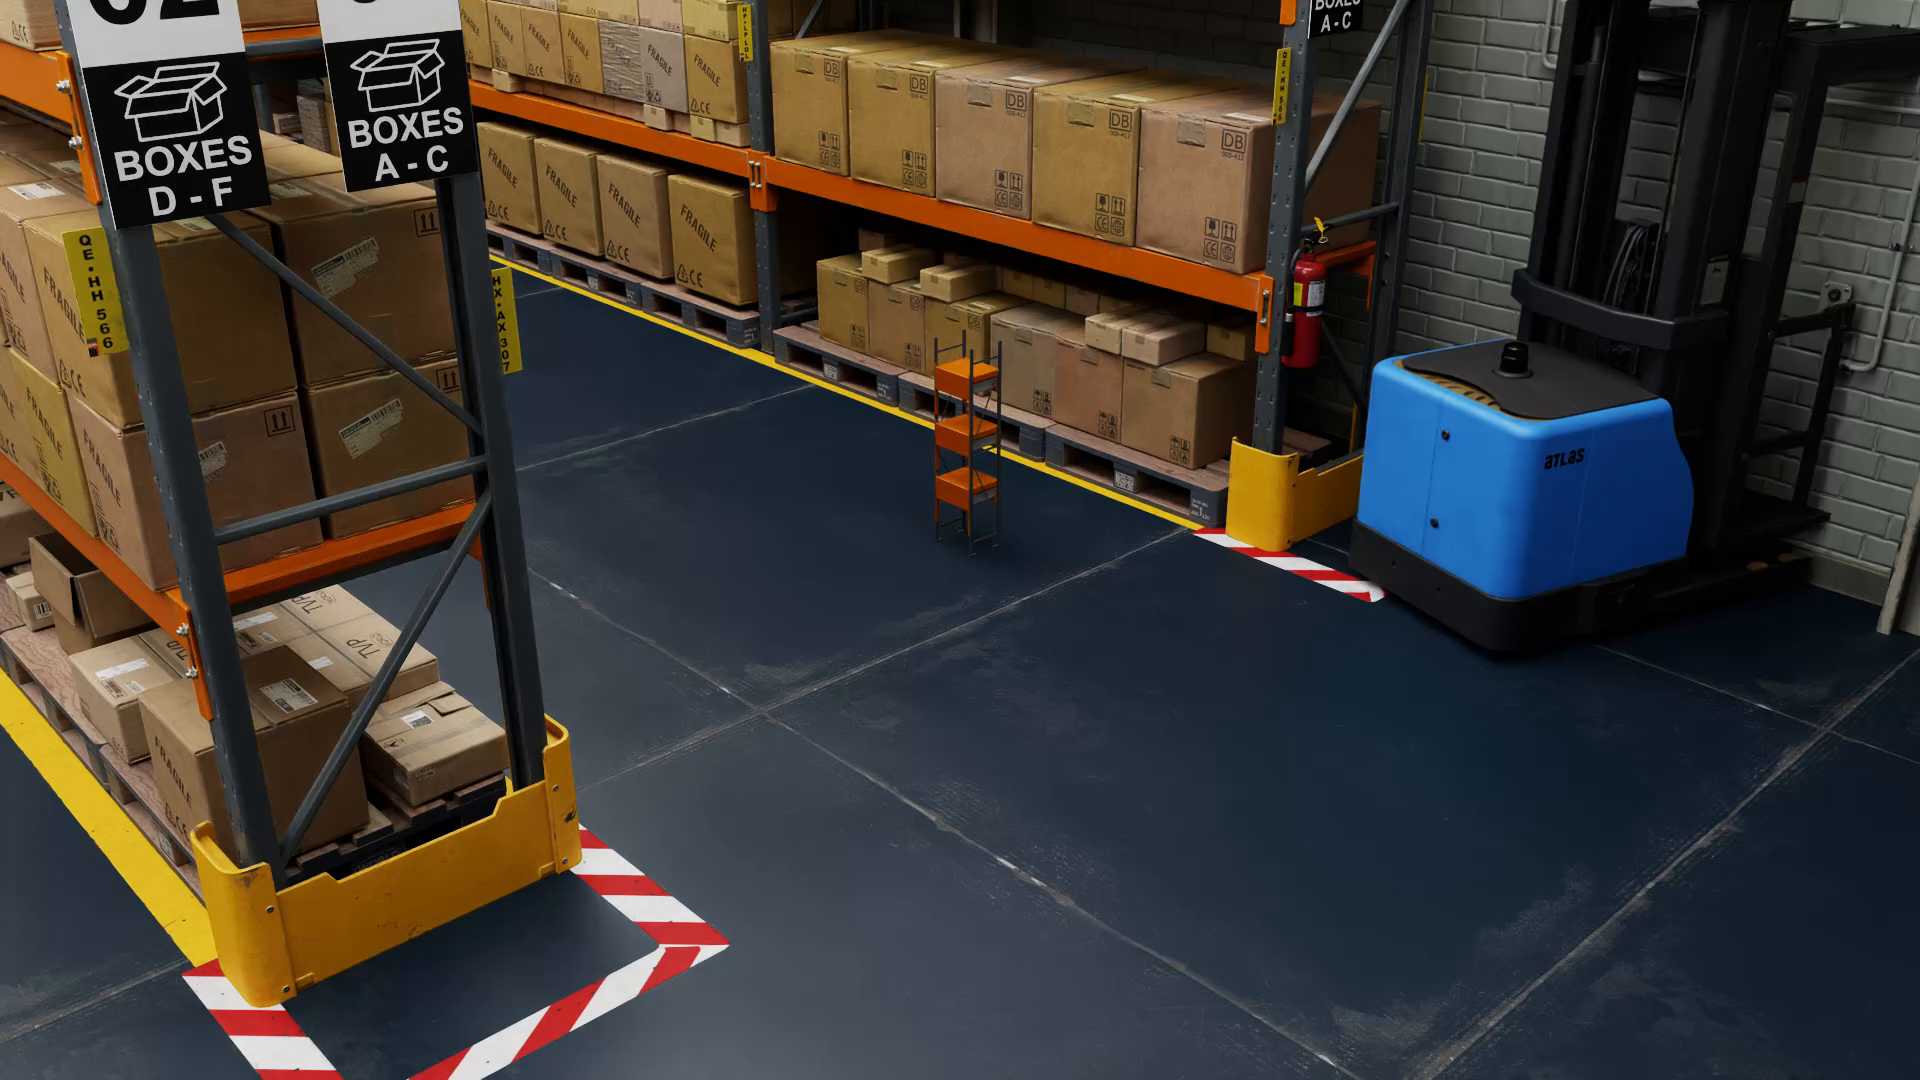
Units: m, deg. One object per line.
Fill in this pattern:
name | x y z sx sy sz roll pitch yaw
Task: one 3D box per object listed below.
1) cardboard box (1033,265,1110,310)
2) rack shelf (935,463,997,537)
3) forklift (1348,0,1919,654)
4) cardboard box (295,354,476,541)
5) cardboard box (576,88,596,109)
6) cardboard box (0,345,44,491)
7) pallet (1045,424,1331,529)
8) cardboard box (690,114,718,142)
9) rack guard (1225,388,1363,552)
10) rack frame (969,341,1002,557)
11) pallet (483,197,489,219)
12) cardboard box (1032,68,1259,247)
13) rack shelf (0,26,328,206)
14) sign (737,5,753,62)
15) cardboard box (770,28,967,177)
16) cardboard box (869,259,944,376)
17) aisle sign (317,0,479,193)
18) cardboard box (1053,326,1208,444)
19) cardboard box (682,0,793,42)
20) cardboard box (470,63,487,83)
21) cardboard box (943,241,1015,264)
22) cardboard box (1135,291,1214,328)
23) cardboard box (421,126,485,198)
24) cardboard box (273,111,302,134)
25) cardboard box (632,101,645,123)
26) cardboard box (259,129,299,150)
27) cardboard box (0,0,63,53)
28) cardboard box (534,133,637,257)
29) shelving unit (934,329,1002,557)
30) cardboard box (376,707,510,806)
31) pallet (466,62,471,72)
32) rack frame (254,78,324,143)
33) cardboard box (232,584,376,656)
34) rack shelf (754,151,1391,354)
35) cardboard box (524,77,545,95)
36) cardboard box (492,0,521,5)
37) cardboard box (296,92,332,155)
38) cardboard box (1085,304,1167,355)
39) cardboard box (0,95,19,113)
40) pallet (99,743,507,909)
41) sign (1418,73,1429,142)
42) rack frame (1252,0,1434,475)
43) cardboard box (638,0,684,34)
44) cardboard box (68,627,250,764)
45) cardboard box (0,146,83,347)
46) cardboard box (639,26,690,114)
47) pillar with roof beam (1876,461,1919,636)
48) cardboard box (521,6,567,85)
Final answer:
cardboard box | 0.640 -1.454 9.547 0.380 0.149 0.250 -21 32 -38
rack shelf | 0.037 -0.199 8.116 0.215 0.259 0.240 -21 32 -38
forklift | 3.382 -1.254 7.467 3.031 2.935 1.130 -12 27 -24
cardboard box | -1.896 -0.367 5.320 0.500 0.500 0.500 -20 32 -37
cardboard box | -2.527 -3.210 11.951 0.380 0.149 0.250 -21 32 -38
cardboard box | -2.984 -0.525 5.667 0.500 0.500 0.500 -21 32 -38
pallet | 1.225 -0.470 9.026 1.003 0.211 1.213 -21 32 -38
cardboard box | -1.533 -2.717 10.871 0.380 0.149 0.250 -21 32 -38
rack guard | 1.845 -0.374 8.468 1.175 0.500 0.348 -21 32 -38
rack frame | 0.120 -0.424 7.916 0.200 1.050 0.008 -21 32 -38
pallet | -4.173 -2.911 14.377 1.003 0.211 1.213 -21 32 -38
cardboard box | 0.967 -2.024 8.711 0.980 0.700 0.700 -22 32 -39
rack shelf | -3.152 -1.756 5.737 1.077 0.370 4.000 -21 32 -38
sign | -1.295 -3.064 10.054 0.100 0.325 0.005 -21 32 -38
cardboard box | -0.547 -2.698 10.189 0.980 0.700 0.700 -21 32 -38
cardboard box | -0.128 -1.376 10.157 0.700 0.500 0.500 -22 32 -39
aisle sign | -1.524 -1.358 4.480 0.394 0.787 0.004 -21 32 -38
cardboard box | 0.935 -0.908 9.132 0.700 0.500 0.500 -21 32 -39
cardboard box | -1.412 -3.331 10.530 0.500 0.250 0.500 -20 31 -37
cardboard box | -3.584 -3.672 12.963 0.380 0.149 0.250 -22 32 -39
cardboard box | 0.119 -1.685 10.055 0.380 0.149 0.250 -23 33 -40
cardboard box | 1.161 -1.223 9.042 0.380 0.149 0.250 -21 32 -38
cardboard box | -4.170 -3.209 14.151 0.700 0.500 0.500 -21 32 -38
cardboard box | -6.761 -4.219 16.768 0.250 0.166 0.380 19 31 35
cardboard box | -2.019 -2.965 11.413 0.380 0.149 0.250 -21 32 -38
cardboard box | -2.597 -1.131 5.790 0.500 0.500 0.500 -21 32 -38
cardboard box | -2.329 -1.490 4.468 0.500 0.250 0.500 -21 32 -38
cardboard box | -2.639 -2.628 12.481 0.750 0.750 0.750 -21 32 -39
shelving unit | 0.037 -0.461 7.997 0.215 1.050 0.252 -21 32 -38
cardboard box | -1.820 0.760 5.874 0.380 0.149 0.250 -21 32 -38
pallet | -4.204 -4.041 13.725 1.213 0.211 1.003 -21 32 -38
rack frame | -6.374 -5.154 15.934 1.000 3.000 0.127 -21 32 -38
cardboard box | -2.633 0.390 6.563 0.500 0.250 0.500 -21 32 -38
rack shelf | 0.461 -1.797 9.443 1.077 0.370 4.000 -21 32 -38
cardboard box | -3.036 -3.447 12.471 0.380 0.149 0.250 -22 32 -39
cardboard box | -3.150 -4.100 12.217 0.500 0.250 0.500 -22 32 -39
cardboard box | -5.858 -3.999 15.883 0.700 0.500 0.500 -20 31 -37
cardboard box | 0.881 -1.116 8.806 0.380 0.149 0.250 -20 31 -37
cardboard box | -3.632 -1.590 6.797 0.500 0.500 0.500 -22 32 -39
pallet | -2.383 0.892 6.040 1.003 0.211 1.213 -21 32 -38
sign | 2.238 -2.104 8.110 0.100 0.325 0.005 -21 32 -38
rack frame | 1.828 -1.519 7.965 1.000 3.000 0.127 -21 32 -38
cardboard box | -1.754 -3.488 10.876 0.500 0.250 0.500 -20 31 -37
cardboard box | -2.964 0.547 6.219 0.500 0.250 0.500 -21 32 -38
cardboard box | -2.994 -0.978 5.455 0.500 0.500 0.500 -20 31 -37
cardboard box | -1.761 -3.141 11.017 0.500 0.500 0.500 -21 32 -38
pillar with roof beam | 1.163 -2.454 2.788 9.100 9.000 0.400 -21 32 -38
cardboard box | -2.805 -3.601 12.026 0.500 0.500 0.500 -21 32 -39
